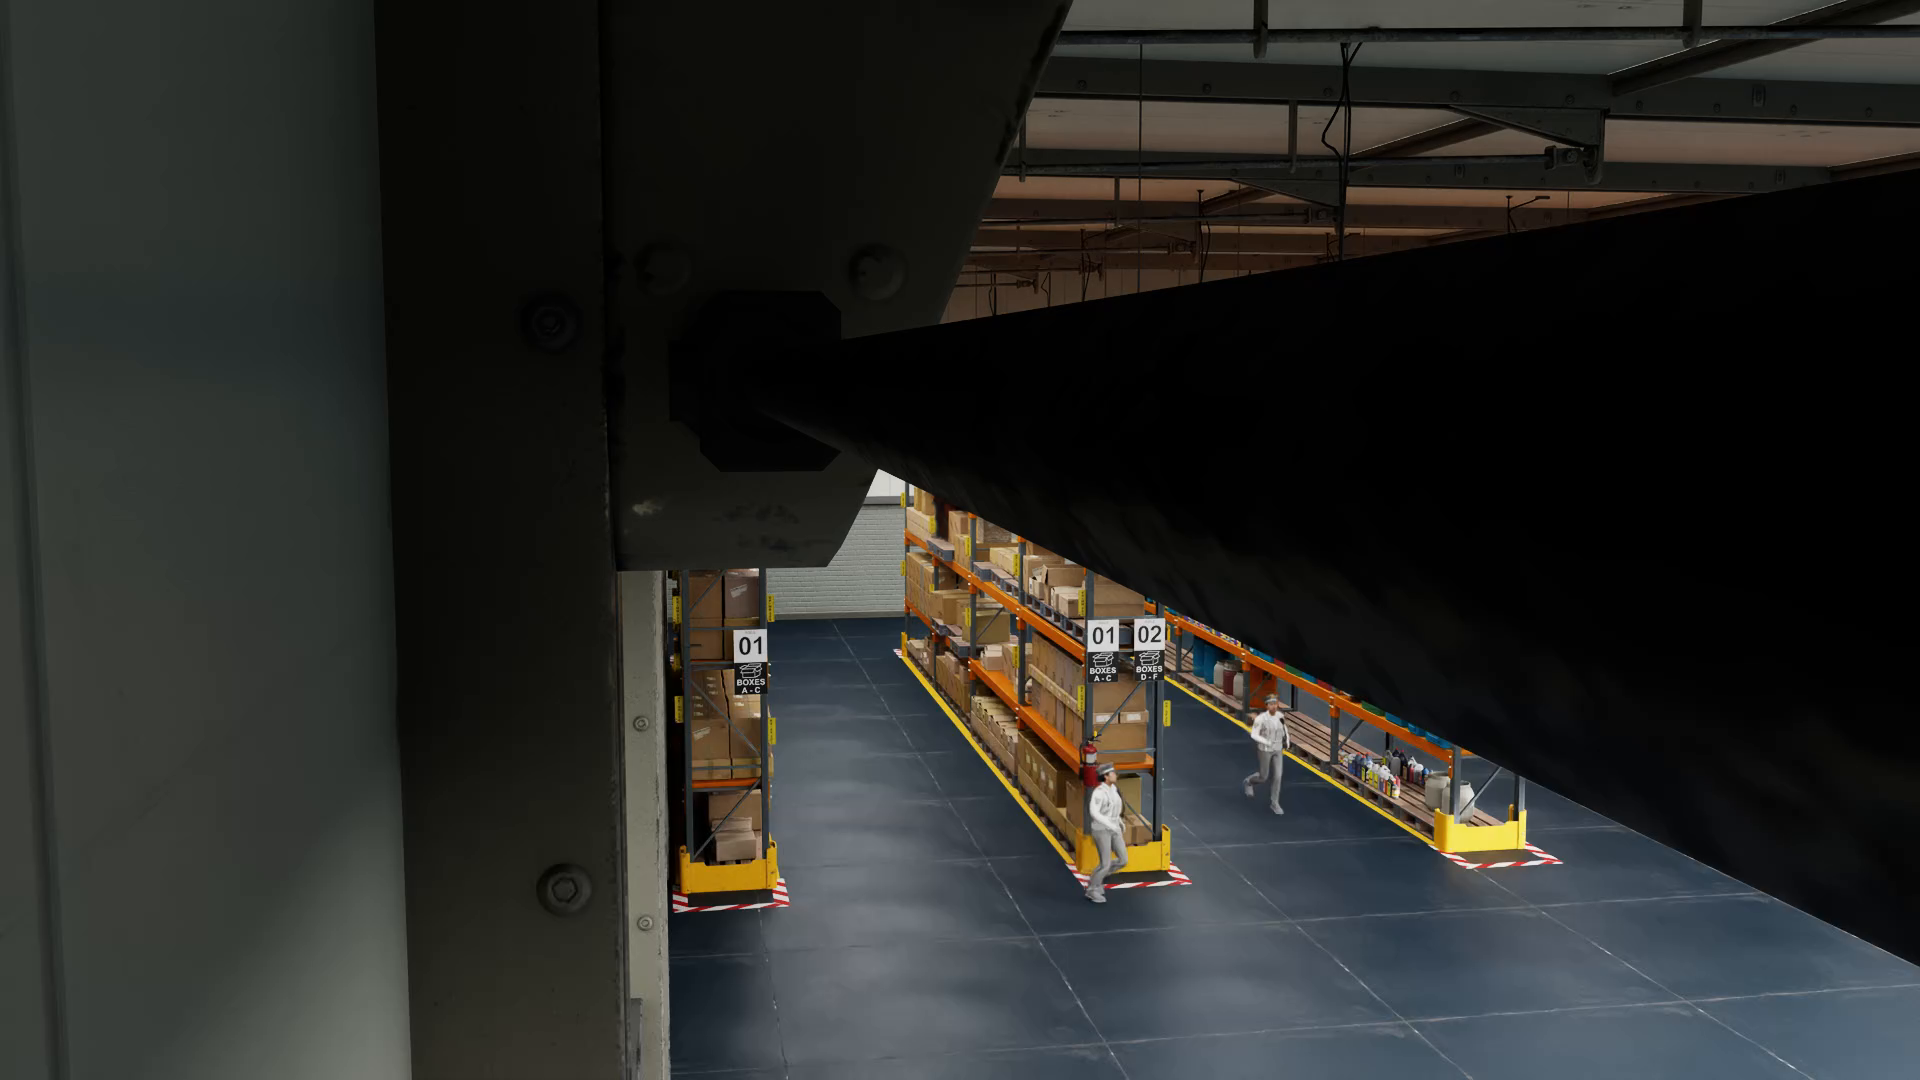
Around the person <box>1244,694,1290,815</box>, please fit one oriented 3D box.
[{"bbox_3d":[4.451,3.030,23.877,0.625,1.702,0.804,-2,6,-17],"label":"person"}]

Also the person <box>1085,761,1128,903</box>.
[{"bbox_3d":[1.790,3.464,19.807,0.489,1.649,0.683,4,7,34],"label":"person"}]
